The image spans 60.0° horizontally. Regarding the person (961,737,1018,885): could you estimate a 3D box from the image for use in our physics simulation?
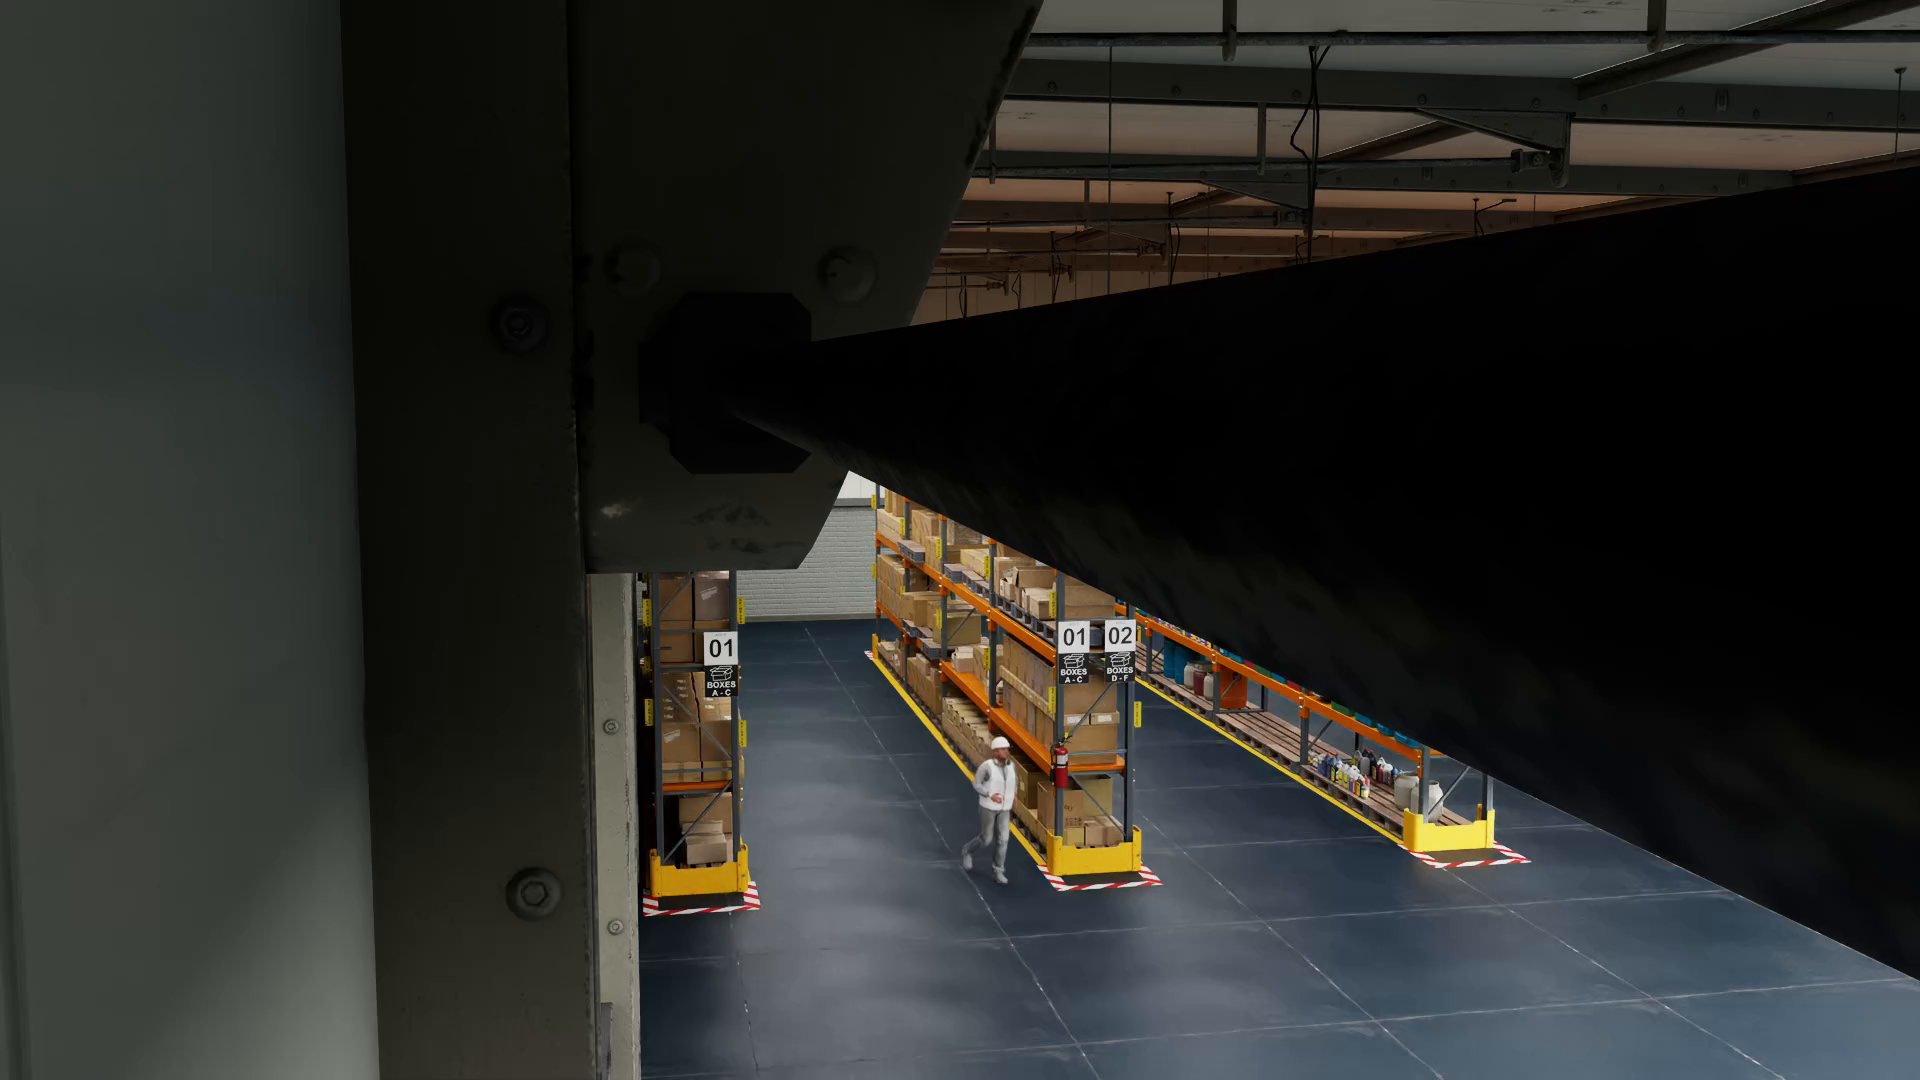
[{"bbox_3d":[0.475,3.331,20.758,0.695,1.765,0.792,-3,7,-31],"label":"person"}]
